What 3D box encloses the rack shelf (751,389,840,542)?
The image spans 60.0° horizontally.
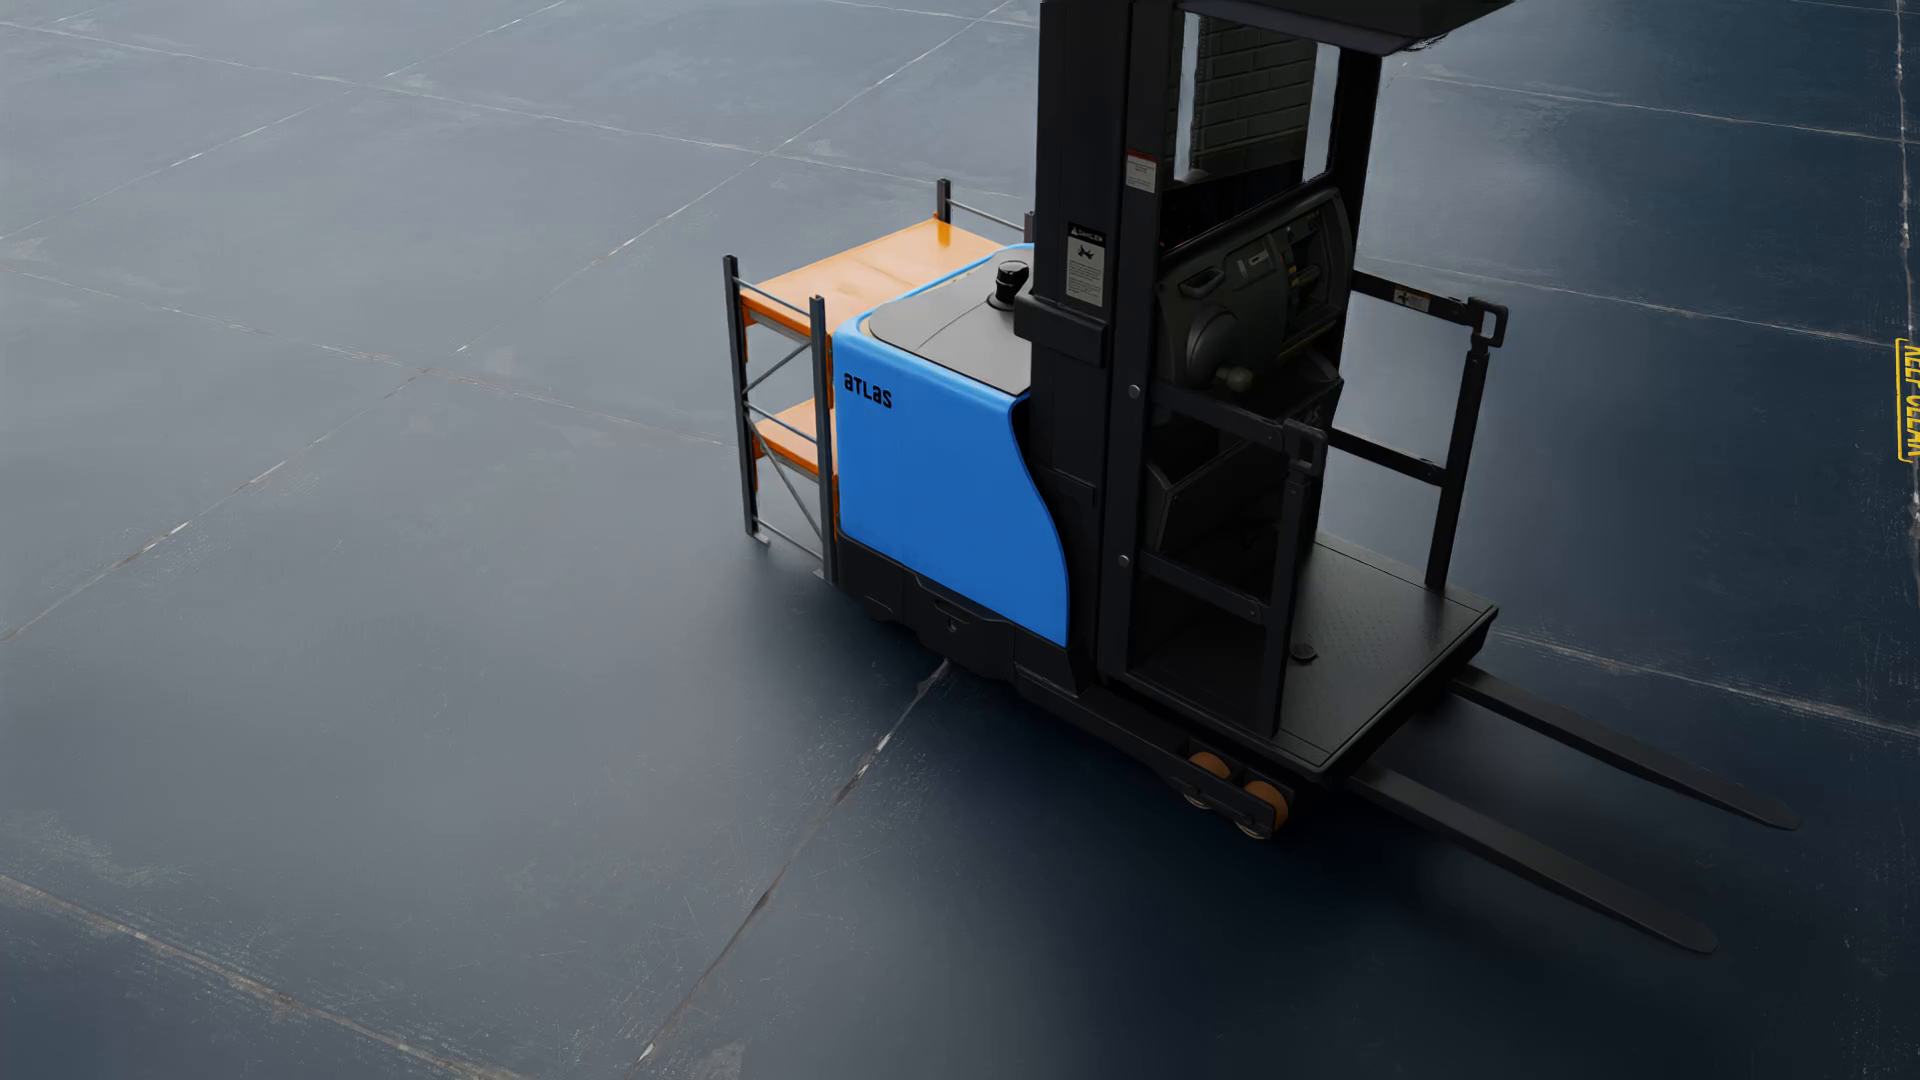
[{"bbox_3d":[-0.264,-0.399,6.278,1.000,0.278,0.538,-28,43,-36],"label":"rack shelf"}]

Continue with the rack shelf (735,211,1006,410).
[{"bbox_3d":[-0.264,-0.848,5.984,1.000,0.278,0.538,-28,43,-36],"label":"rack shelf"}]

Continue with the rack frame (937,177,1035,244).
[{"bbox_3d":[0.098,-0.799,6.443,0.032,1.125,0.500,-28,43,-36],"label":"rack frame"}]

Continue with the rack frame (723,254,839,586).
[{"bbox_3d":[-0.625,-0.407,5.846,0.032,1.125,0.500,-28,43,-36],"label":"rack frame"}]

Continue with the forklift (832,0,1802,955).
[{"bbox_3d":[1.005,-0.673,4.604,3.031,2.935,1.130,26,41,34],"label":"forklift"}]

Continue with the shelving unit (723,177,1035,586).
[{"bbox_3d":[-0.264,-0.603,6.144,1.048,1.125,0.538,-28,43,-36],"label":"shelving unit"}]
